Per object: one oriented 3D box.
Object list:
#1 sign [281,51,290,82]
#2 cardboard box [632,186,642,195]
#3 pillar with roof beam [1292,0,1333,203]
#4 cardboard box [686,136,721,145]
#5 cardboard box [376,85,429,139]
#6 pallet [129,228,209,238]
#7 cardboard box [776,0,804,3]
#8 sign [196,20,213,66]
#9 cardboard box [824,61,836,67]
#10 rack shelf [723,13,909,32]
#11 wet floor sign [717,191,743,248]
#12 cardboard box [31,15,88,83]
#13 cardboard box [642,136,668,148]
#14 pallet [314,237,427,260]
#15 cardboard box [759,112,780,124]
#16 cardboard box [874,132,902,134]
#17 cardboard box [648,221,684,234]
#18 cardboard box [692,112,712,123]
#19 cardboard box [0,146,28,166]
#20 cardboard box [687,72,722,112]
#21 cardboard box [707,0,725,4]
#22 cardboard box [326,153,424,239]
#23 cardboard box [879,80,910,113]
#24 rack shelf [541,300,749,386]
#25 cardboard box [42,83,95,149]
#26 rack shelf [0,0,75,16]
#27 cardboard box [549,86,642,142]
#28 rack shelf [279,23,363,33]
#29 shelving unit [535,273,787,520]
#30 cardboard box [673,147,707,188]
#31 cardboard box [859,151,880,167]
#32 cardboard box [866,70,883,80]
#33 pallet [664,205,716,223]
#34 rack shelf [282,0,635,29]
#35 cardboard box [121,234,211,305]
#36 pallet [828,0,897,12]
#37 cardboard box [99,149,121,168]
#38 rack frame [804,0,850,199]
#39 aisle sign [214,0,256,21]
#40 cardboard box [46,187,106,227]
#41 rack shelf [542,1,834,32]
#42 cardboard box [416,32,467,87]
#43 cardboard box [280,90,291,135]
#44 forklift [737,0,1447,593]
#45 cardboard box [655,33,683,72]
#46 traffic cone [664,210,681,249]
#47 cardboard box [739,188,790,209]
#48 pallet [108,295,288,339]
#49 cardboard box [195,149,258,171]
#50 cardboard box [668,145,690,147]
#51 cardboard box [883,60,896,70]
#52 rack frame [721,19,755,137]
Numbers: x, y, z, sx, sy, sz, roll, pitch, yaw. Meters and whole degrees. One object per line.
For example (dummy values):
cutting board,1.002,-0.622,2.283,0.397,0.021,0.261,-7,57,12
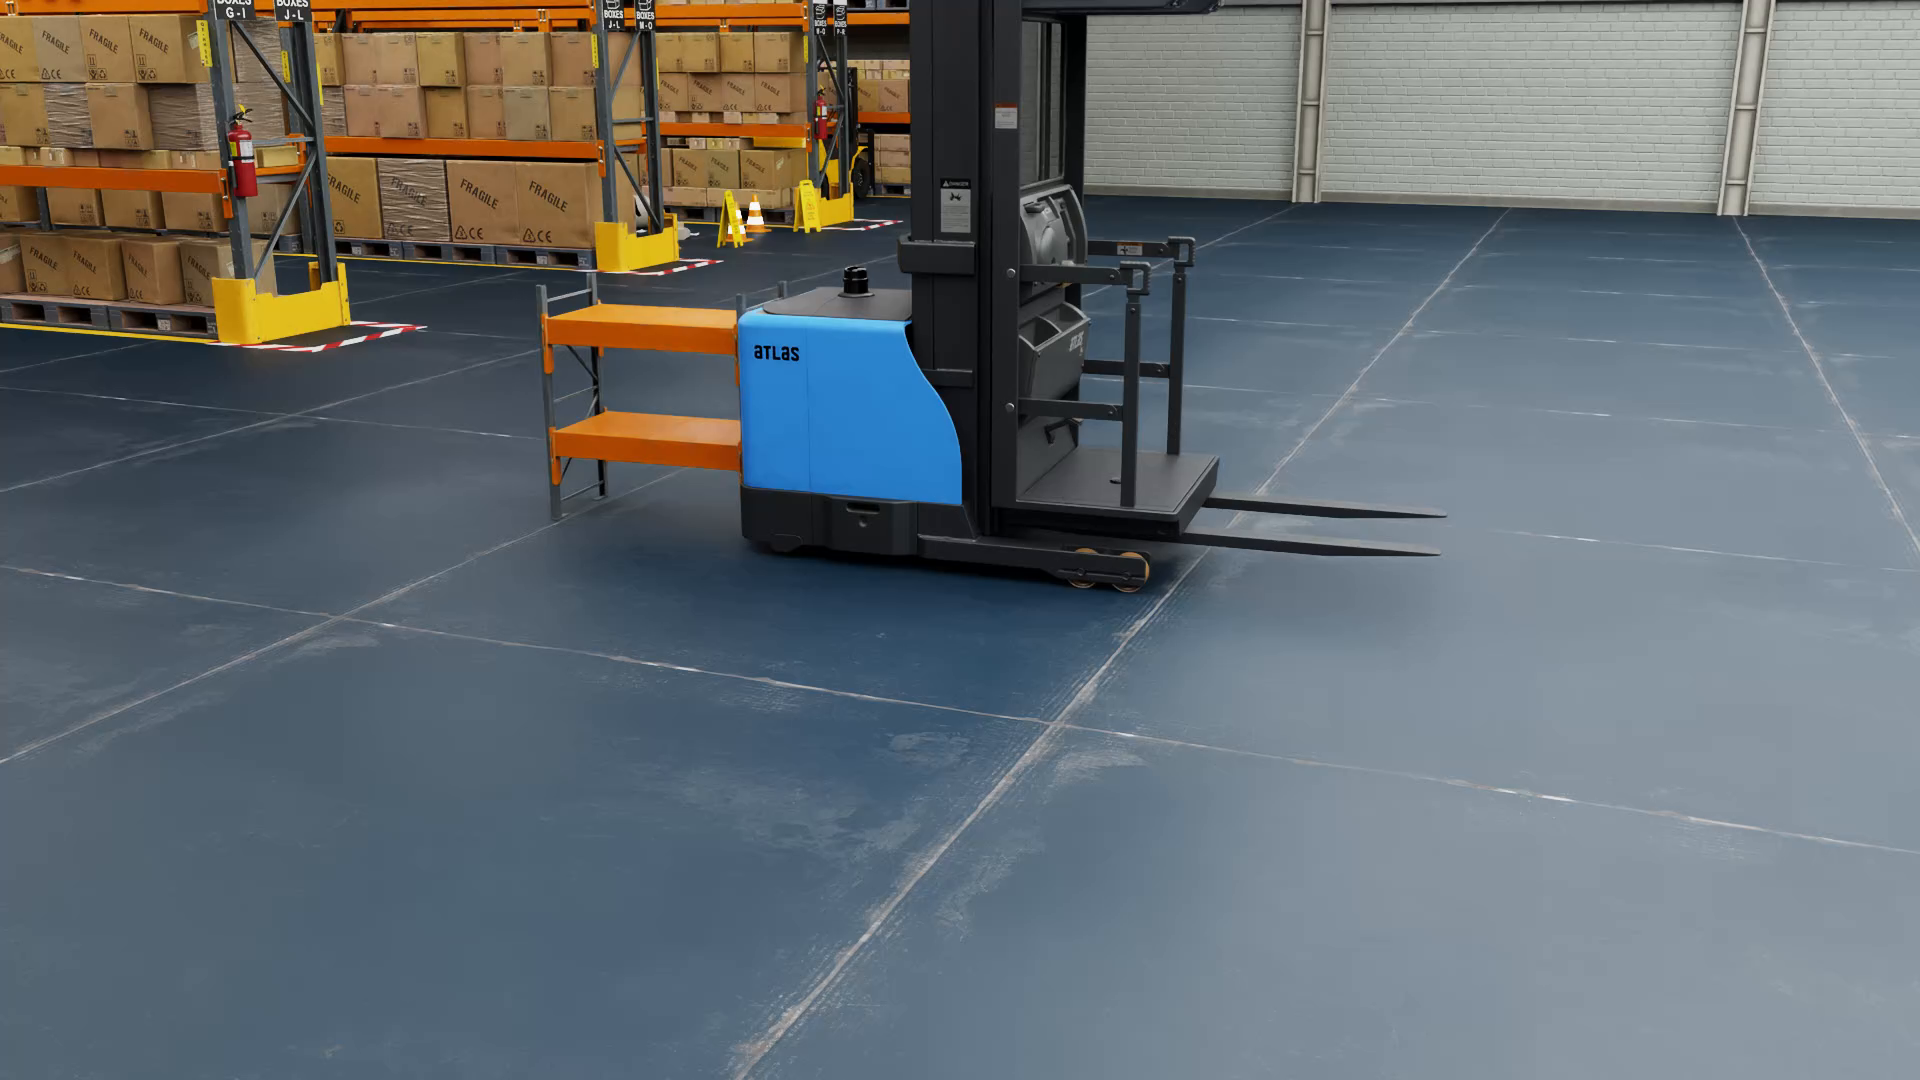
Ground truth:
sign,-7.372,-5.173,18.179,0.005,0.325,0.100,6,17,21
cardboard box,-4.509,-4.790,22.973,0.500,0.250,0.500,7,18,24
pillar with roof beam,3.764,-8.426,20.555,0.400,9.000,9.100,6,17,21
cardboard box,-4.131,-6.491,28.157,0.625,0.625,0.875,7,18,23
cardboard box,-5.855,-4.698,18.208,0.550,0.550,0.875,6,17,21
pallet,-9.066,-3.642,19.839,1.213,0.211,1.003,6,17,21
cardboard box,-2.173,-6.966,21.358,0.250,0.149,0.380,6,17,21
sign,-5.597,-3.678,12.318,0.005,0.325,0.100,6,17,21
cardboard box,-1.988,-7.640,26.733,0.250,0.149,0.380,6,17,21
rack shelf,-1.781,-8.269,26.688,4.000,0.370,1.077,6,17,21
wet floor sign,-2.707,-3.768,19.495,0.232,0.644,0.267,3,17,11
cardboard box,-6.908,-3.877,13.140,0.500,0.500,0.500,6,17,21
cardboard box,-4.185,-5.406,22.587,0.250,0.149,0.380,7,18,24
pallet,-6.503,-3.360,18.868,1.213,0.211,1.003,6,17,21
cardboard box,-2.441,-5.541,21.832,0.250,0.149,0.380,6,17,20
cardboard box,-1.226,-6.533,27.184,0.500,0.250,0.500,6,17,20
cardboard box,-3.698,-3.923,20.920,0.380,0.149,0.250,-12,20,-37
cardboard box,-3.380,-5.657,22.230,0.250,0.149,0.380,6,17,20
cardboard box,-7.606,-3.150,13.596,0.250,0.149,0.380,6,17,21
cardboard box,-3.273,-5.961,22.115,0.500,0.500,0.500,6,17,20
cardboard box,-3.112,-7.075,21.735,0.250,0.149,0.380,6,17,20
cardboard box,-6.622,-3.896,18.771,0.875,0.875,0.875,7,17,21
cardboard box,-0.954,-7.056,26.417,0.500,0.500,0.500,7,18,22
rack shelf,-1.390,-0.939,7.840,1.000,0.278,0.538,5,17,17
cardboard box,-6.835,-3.448,13.459,0.500,0.500,0.875,6,17,21
rack shelf,-12.763,-6.506,20.614,4.000,0.370,1.077,6,17,21
cardboard box,-3.822,-4.486,17.477,0.550,0.550,0.875,6,17,21
rack shelf,-12.944,-9.497,30.917,4.000,0.370,1.077,6,17,21
shelving unit,-1.390,-0.658,7.922,1.048,1.125,0.538,5,17,17
cardboard box,-3.533,-5.044,22.500,0.500,0.500,0.500,6,17,19
cardboard box,-1.439,-6.161,26.798,0.500,0.250,0.500,6,17,19
cardboard box,-1.306,-7.396,26.428,0.250,0.149,0.380,6,17,19
pallet,-3.683,-4.568,23.030,1.213,0.211,1.003,6,17,21
rack shelf,-5.321,-5.688,17.795,4.000,0.370,1.077,6,17,21
cardboard box,-6.518,-2.234,13.717,0.500,0.500,0.500,12,20,35
pallet,-1.708,-8.571,26.596,1.213,0.211,1.003,6,17,21
cardboard box,-6.643,-3.071,13.321,0.250,0.149,0.380,6,17,21
rack frame,-1.738,-5.682,21.866,0.127,3.000,1.000,6,17,21
aisle sign,-5.427,-4.276,12.360,0.004,0.787,0.394,6,17,21
cardboard box,-10.369,-4.242,20.187,0.750,0.750,1.050,6,17,20
rack shelf,-3.599,-6.982,22.253,4.000,0.370,1.077,6,17,21
cardboard box,-5.349,-5.172,17.902,0.500,0.550,0.875,6,17,21
cardboard box,-7.765,-4.829,18.749,0.500,0.500,0.500,6,17,20
forklift,0.592,-1.354,7.081,3.031,2.935,1.130,5,17,17
cardboard box,-3.687,-6.515,22.229,0.500,0.500,0.700,6,17,20
traffic cone,-3.434,-3.592,19.217,0.334,0.463,0.336,6,17,21
cardboard box,-2.611,-4.579,22.243,0.500,0.250,0.500,6,17,20
pallet,-6.188,-1.873,13.746,1.213,0.211,1.003,6,17,21
cardboard box,-5.715,-2.967,12.963,0.250,0.149,0.380,6,17,21
cardboard box,-3.862,-5.238,23.170,0.500,0.500,0.500,7,18,24
cardboard box,-1.030,-7.536,26.375,0.250,0.149,0.380,6,17,21
rack frame,-3.642,-7.379,27.711,0.127,3.000,1.000,6,17,21
